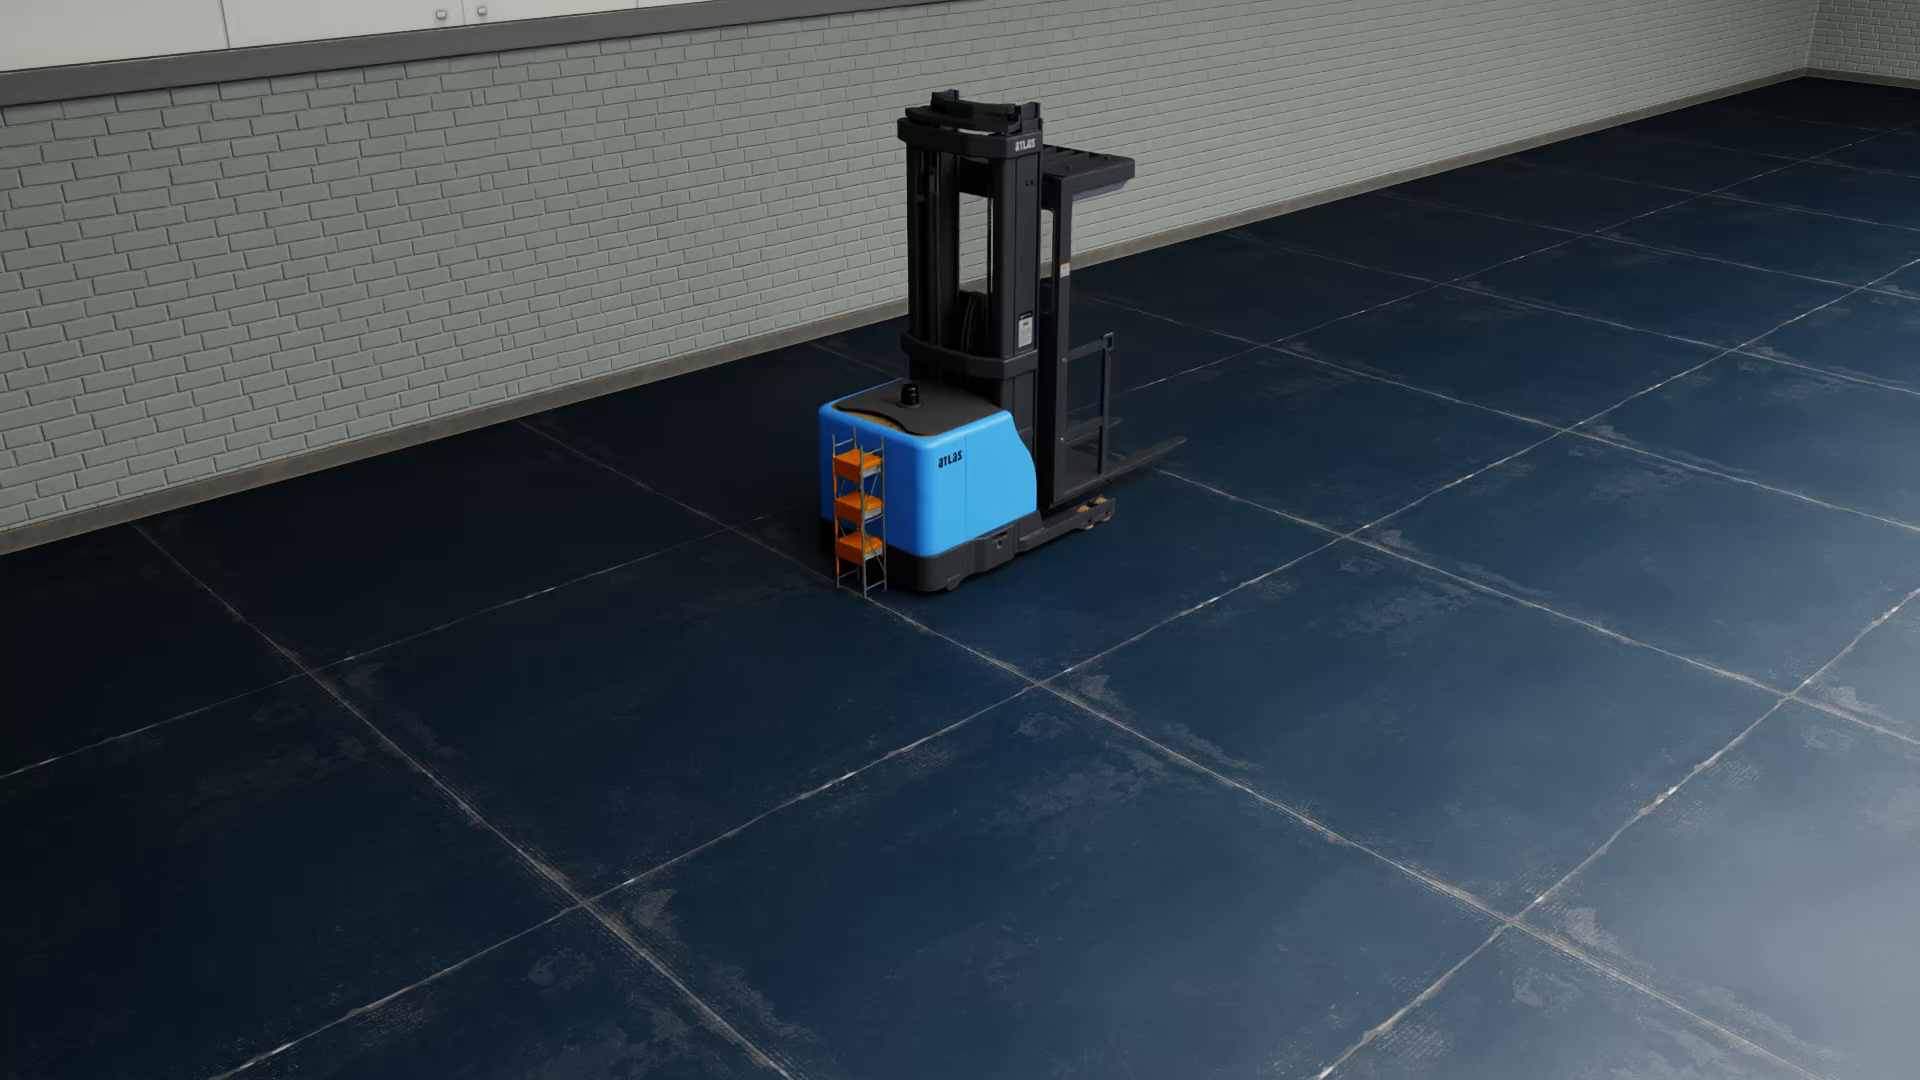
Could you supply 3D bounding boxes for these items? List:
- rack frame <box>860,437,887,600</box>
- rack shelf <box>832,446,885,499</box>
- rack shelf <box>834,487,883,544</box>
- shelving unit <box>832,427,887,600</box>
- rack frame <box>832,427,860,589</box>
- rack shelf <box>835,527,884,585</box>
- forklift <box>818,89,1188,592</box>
[{"bbox_3d":[-0.539,-0.127,10.368,0.008,1.050,0.200,20,32,37],"label":"rack frame"},{"bbox_3d":[-0.630,-0.409,10.329,0.240,0.259,0.215,20,32,37],"label":"rack shelf"},{"bbox_3d":[-0.630,-0.151,10.447,0.240,0.259,0.215,20,32,37],"label":"rack shelf"},{"bbox_3d":[-0.630,-0.161,10.442,0.252,1.050,0.215,20,32,37],"label":"shelving unit"},{"bbox_3d":[-0.720,-0.195,10.517,0.008,1.050,0.200,20,32,37],"label":"rack frame"},{"bbox_3d":[-0.630,0.102,10.562,0.240,0.259,0.215,20,32,37],"label":"rack shelf"},{"bbox_3d":[0.440,-1.530,11.178,1.130,2.935,3.031,21,32,38],"label":"forklift"}]
